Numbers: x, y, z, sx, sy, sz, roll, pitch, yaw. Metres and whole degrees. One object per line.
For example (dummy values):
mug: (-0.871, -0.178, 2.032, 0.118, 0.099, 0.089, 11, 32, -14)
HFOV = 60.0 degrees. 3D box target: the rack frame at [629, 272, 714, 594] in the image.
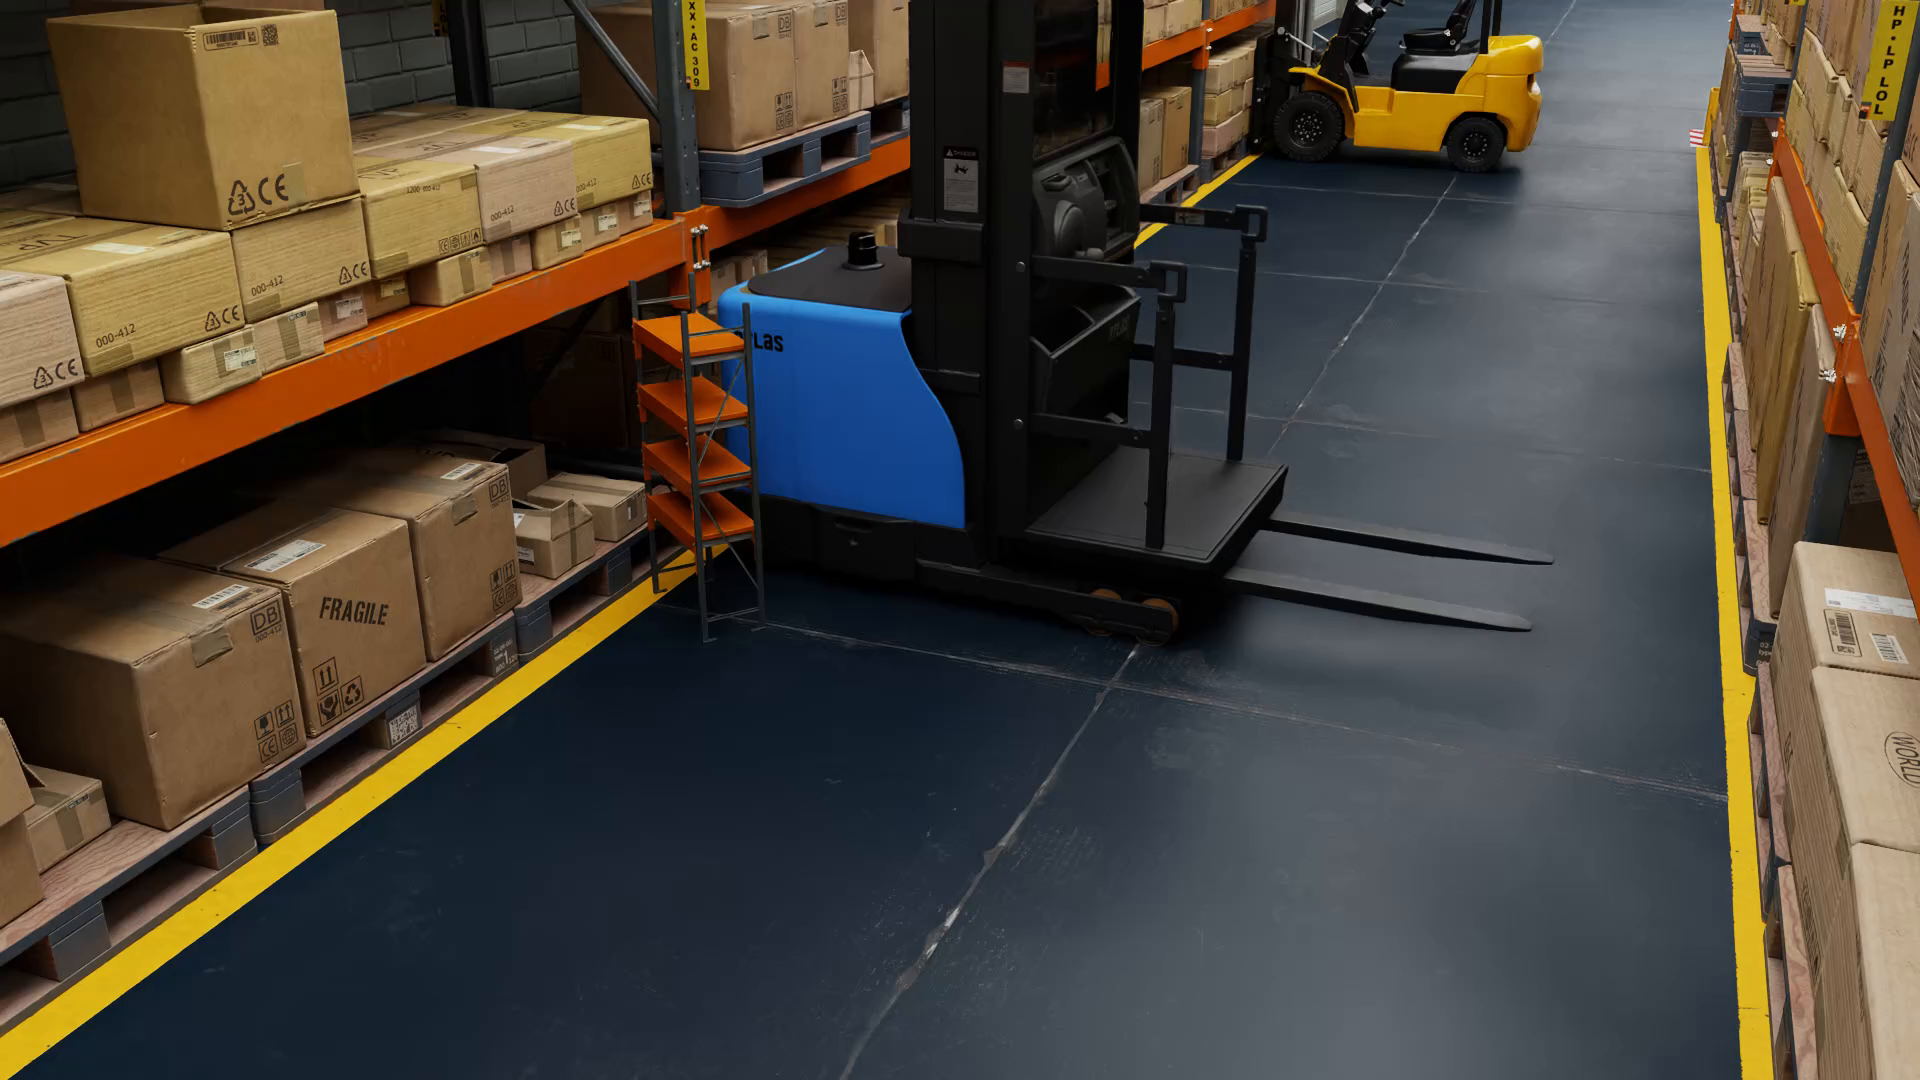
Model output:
rack frame: (-1.050, -0.375, 6.091, 0.240, 1.200, 0.015, -13, 26, -28)

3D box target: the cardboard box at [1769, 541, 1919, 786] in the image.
cardboard box: (2.800, 0.417, 4.639, 0.875, 0.438, 0.875, 8, 24, 19)

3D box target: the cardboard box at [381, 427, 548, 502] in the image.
cardboard box: (-1.942, -0.241, 6.378, 0.500, 0.311, 0.500, 10, 25, 22)

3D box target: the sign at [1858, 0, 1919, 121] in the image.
sign: (2.626, -1.353, 4.697, 0.100, 0.325, 0.005, 9, 24, 20)

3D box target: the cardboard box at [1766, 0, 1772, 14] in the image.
cardboard box: (5.102, -3.354, 9.828, 0.500, 0.500, 0.500, 8, 24, 18)

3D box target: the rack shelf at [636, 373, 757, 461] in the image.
rack shelf: (-0.928, -0.438, 5.836, 0.258, 0.148, 0.480, -13, 26, -28)

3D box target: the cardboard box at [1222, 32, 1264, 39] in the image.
cardboard box: (2.737, -4.596, 15.586, 0.500, 0.250, 0.500, 9, 24, 21)

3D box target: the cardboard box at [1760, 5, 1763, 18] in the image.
cardboard box: (5.606, -3.569, 11.183, 0.380, 0.149, 0.250, 9, 24, 21)

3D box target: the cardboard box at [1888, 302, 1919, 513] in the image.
cardboard box: (2.334, -0.340, 3.542, 0.500, 0.500, 0.500, 9, 24, 20)

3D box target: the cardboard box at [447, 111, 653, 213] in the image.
cardboard box: (-1.440, -1.341, 5.877, 0.500, 0.250, 0.500, 9, 24, 21)

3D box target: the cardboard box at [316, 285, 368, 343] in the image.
cardboard box: (-1.950, -0.674, 4.798, 0.380, 0.149, 0.250, 9, 24, 20)

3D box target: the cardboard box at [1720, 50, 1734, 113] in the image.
cardboard box: (6.836, -3.901, 14.246, 0.500, 0.500, 0.500, 8, 24, 18)

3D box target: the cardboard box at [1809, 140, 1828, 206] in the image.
cardboard box: (3.649, -1.454, 6.533, 0.500, 0.250, 0.500, 9, 24, 20)

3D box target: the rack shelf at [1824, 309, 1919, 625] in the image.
rack shelf: (2.390, 0.267, 3.152, 1.077, 0.370, 4.000, 9, 24, 20)

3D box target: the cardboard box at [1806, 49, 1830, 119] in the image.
cardboard box: (3.812, -1.866, 6.872, 0.500, 0.250, 0.500, 9, 24, 20)

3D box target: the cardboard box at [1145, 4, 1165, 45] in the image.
cardboard box: (1.156, -3.712, 11.939, 0.500, 0.250, 0.500, 9, 24, 20)

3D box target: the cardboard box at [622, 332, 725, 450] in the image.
cardboard box: (-1.088, -0.671, 7.164, 0.500, 0.500, 0.500, 10, 25, 22)

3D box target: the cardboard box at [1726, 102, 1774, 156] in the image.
cardboard box: (6.075, -3.165, 12.484, 0.500, 0.500, 0.500, 8, 24, 19)

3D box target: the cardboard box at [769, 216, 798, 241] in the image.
cardboard box: (-1.044, -1.558, 8.445, 0.380, 0.149, 0.250, 8, 24, 18)

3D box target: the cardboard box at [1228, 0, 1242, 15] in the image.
cardboard box: (2.080, -4.709, 14.002, 0.500, 0.500, 0.500, 9, 24, 21)

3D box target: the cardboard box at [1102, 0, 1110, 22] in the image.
cardboard box: (0.799, -3.570, 10.952, 0.500, 0.250, 0.500, 8, 24, 19)

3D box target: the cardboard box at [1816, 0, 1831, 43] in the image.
cardboard box: (4.033, -2.399, 7.175, 0.500, 0.500, 0.500, 9, 24, 20)

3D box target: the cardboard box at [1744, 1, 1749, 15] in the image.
cardboard box: (6.500, -4.235, 13.323, 0.380, 0.149, 0.250, 9, 24, 21)

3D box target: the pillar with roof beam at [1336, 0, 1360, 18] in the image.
pillar with roof beam: (10.340, -12.110, 24.067, 9.100, 9.000, 0.400, 9, 24, 20)

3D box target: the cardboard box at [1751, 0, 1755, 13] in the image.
cardboard box: (6.224, -4.207, 12.414, 0.500, 0.500, 0.500, 10, 25, 22)

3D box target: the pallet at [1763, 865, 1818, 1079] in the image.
pallet: (2.326, 1.205, 3.591, 1.003, 0.211, 1.213, 9, 24, 20)

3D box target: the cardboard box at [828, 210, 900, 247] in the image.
cardboard box: (-0.458, -1.578, 8.492, 0.380, 0.149, 0.250, 8, 24, 18)

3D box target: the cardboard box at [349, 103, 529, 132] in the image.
cardboard box: (-1.911, -1.419, 6.065, 0.500, 0.250, 0.500, 8, 24, 19)

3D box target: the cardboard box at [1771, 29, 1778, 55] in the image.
cardboard box: (4.708, -2.733, 9.182, 0.380, 0.149, 0.250, 8, 24, 18)

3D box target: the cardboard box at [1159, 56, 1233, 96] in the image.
cardboard box: (1.966, -3.867, 13.842, 0.500, 0.250, 0.500, 8, 24, 19)

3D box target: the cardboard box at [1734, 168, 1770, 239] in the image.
cardboard box: (5.648, -2.179, 10.939, 0.950, 0.372, 0.625, 10, 25, 23)

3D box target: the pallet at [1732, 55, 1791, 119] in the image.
pallet: (4.785, -2.394, 8.838, 1.213, 0.211, 1.003, 9, 24, 20)

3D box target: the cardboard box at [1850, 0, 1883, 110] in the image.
cardboard box: (3.251, -1.670, 5.430, 0.500, 0.500, 0.500, 9, 24, 21)

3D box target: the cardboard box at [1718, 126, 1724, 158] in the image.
cardboard box: (6.456, -3.192, 13.522, 0.500, 0.250, 0.500, 9, 24, 21)

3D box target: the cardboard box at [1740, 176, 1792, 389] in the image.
cardboard box: (4.285, -1.190, 7.919, 0.875, 0.875, 0.875, 9, 24, 20)

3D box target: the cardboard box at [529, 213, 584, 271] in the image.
cardboard box: (-1.511, -1.031, 5.653, 0.380, 0.149, 0.250, 9, 24, 21)

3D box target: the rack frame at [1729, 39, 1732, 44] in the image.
rack frame: (7.591, -5.075, 15.008, 1.000, 3.000, 0.127, 9, 24, 20)

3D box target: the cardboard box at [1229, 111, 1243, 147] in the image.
cardboard box: (2.156, -3.587, 14.469, 0.500, 0.250, 0.500, 8, 24, 19)

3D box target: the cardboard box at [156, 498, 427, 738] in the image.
cardboard box: (-2.005, 0.221, 5.029, 0.500, 0.500, 0.500, 9, 24, 21)

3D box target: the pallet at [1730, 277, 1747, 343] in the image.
pallet: (4.911, -1.205, 9.361, 1.003, 0.211, 1.213, 9, 24, 20)

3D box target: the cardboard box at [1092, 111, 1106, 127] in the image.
cardboard box: (0.739, -2.717, 11.898, 0.875, 0.625, 0.625, 8, 24, 18)

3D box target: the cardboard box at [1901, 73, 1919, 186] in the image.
cardboard box: (2.731, -1.152, 4.190, 0.500, 0.500, 0.500, 9, 24, 20)

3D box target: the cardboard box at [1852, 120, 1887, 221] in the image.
cardboard box: (3.071, -1.135, 5.121, 0.500, 0.250, 0.500, 9, 24, 20)

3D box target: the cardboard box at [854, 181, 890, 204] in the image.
cardboard box: (-0.616, -1.927, 9.329, 0.380, 0.149, 0.250, 9, 24, 21)

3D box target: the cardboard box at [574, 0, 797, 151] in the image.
cardboard box: (-1.089, -1.871, 6.663, 0.700, 0.500, 0.500, 9, 24, 21)

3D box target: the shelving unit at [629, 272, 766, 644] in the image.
shelving unit: (-0.928, -0.294, 5.896, 0.258, 1.200, 0.503, -13, 26, -28)

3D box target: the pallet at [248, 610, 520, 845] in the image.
pallet: (-2.184, 0.481, 5.326, 1.003, 0.211, 1.213, 9, 24, 20)

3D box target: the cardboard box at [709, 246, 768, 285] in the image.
cardboard box: (-1.045, -1.157, 7.099, 0.380, 0.149, 0.250, 8, 24, 17)

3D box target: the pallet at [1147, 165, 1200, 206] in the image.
pallet: (1.257, -2.797, 13.172, 1.003, 0.211, 1.213, 9, 24, 20)

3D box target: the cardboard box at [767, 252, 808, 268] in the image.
cardboard box: (-0.891, -1.224, 7.644, 0.380, 0.149, 0.250, 8, 24, 19)

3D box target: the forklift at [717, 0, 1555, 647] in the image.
forklift: (0.639, -1.210, 5.845, 3.031, 2.935, 1.130, 10, 25, 23)

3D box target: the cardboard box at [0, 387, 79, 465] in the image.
cardboard box: (-2.318, -0.299, 3.901, 0.380, 0.149, 0.250, 10, 25, 22)

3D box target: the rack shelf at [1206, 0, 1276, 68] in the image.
rack shelf: (2.238, -4.737, 15.131, 1.077, 0.370, 4.000, 9, 24, 20)

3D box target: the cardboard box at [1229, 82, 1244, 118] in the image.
cardboard box: (2.146, -3.818, 14.373, 0.500, 0.250, 0.500, 9, 24, 20)

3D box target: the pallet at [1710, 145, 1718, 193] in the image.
pallet: (6.773, -3.040, 13.755, 1.003, 0.211, 1.213, 9, 24, 20)

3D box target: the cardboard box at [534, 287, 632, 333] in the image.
cardboard box: (-1.608, -1.003, 7.115, 0.380, 0.149, 0.250, 8, 24, 18)

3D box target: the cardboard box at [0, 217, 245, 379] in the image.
cardboard box: (-2.172, -0.613, 4.134, 0.500, 0.250, 0.500, 8, 24, 19)
